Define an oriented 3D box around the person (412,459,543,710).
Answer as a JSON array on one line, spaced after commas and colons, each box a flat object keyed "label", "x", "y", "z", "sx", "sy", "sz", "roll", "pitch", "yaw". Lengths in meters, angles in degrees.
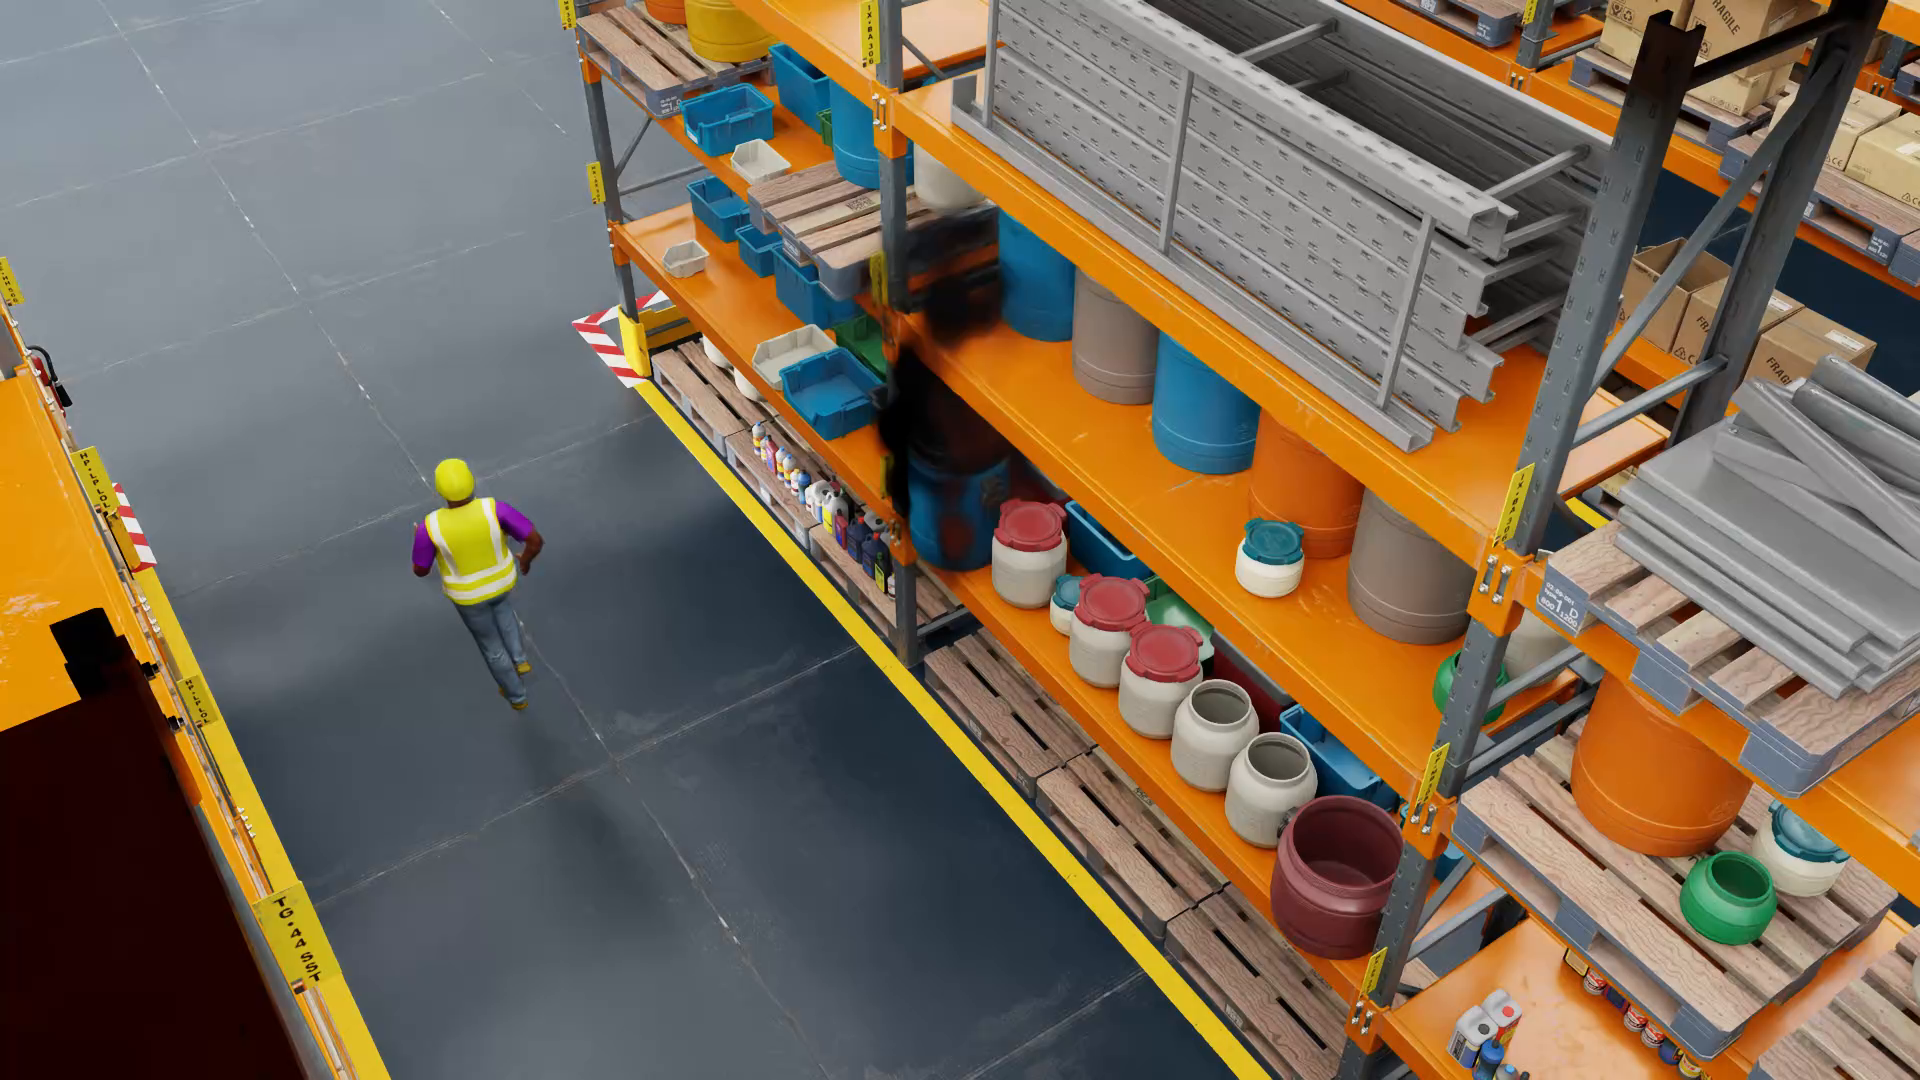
[{"label": "person", "x": -2.847, "y": 0.239, "z": 9.818, "sx": 0.686, "sy": 1.811, "sz": 0.690, "roll": -26, "pitch": 48, "yaw": -25}]
